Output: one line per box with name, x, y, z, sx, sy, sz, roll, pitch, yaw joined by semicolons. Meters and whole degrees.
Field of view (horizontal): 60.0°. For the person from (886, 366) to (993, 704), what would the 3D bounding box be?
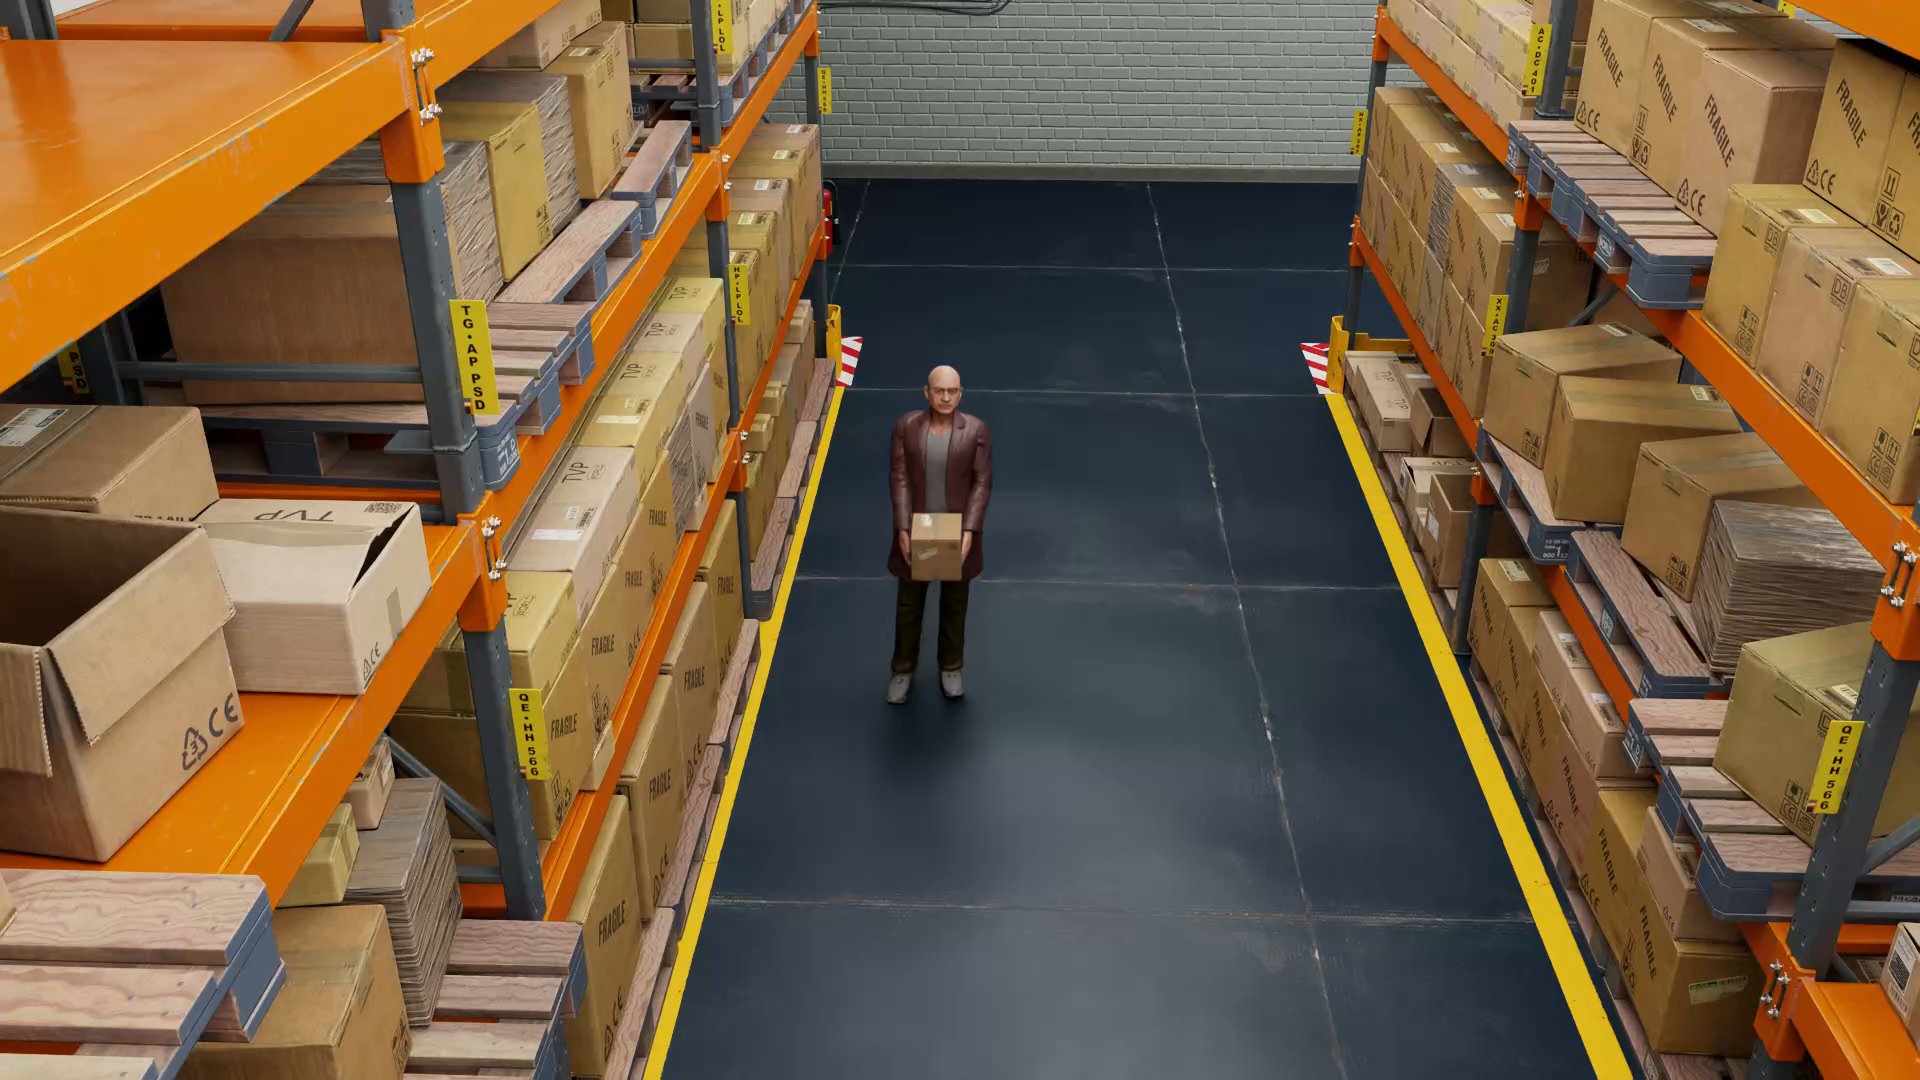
person;-0.110;-0.010;8.650;0.557;1.780;0.529;1;28;2
